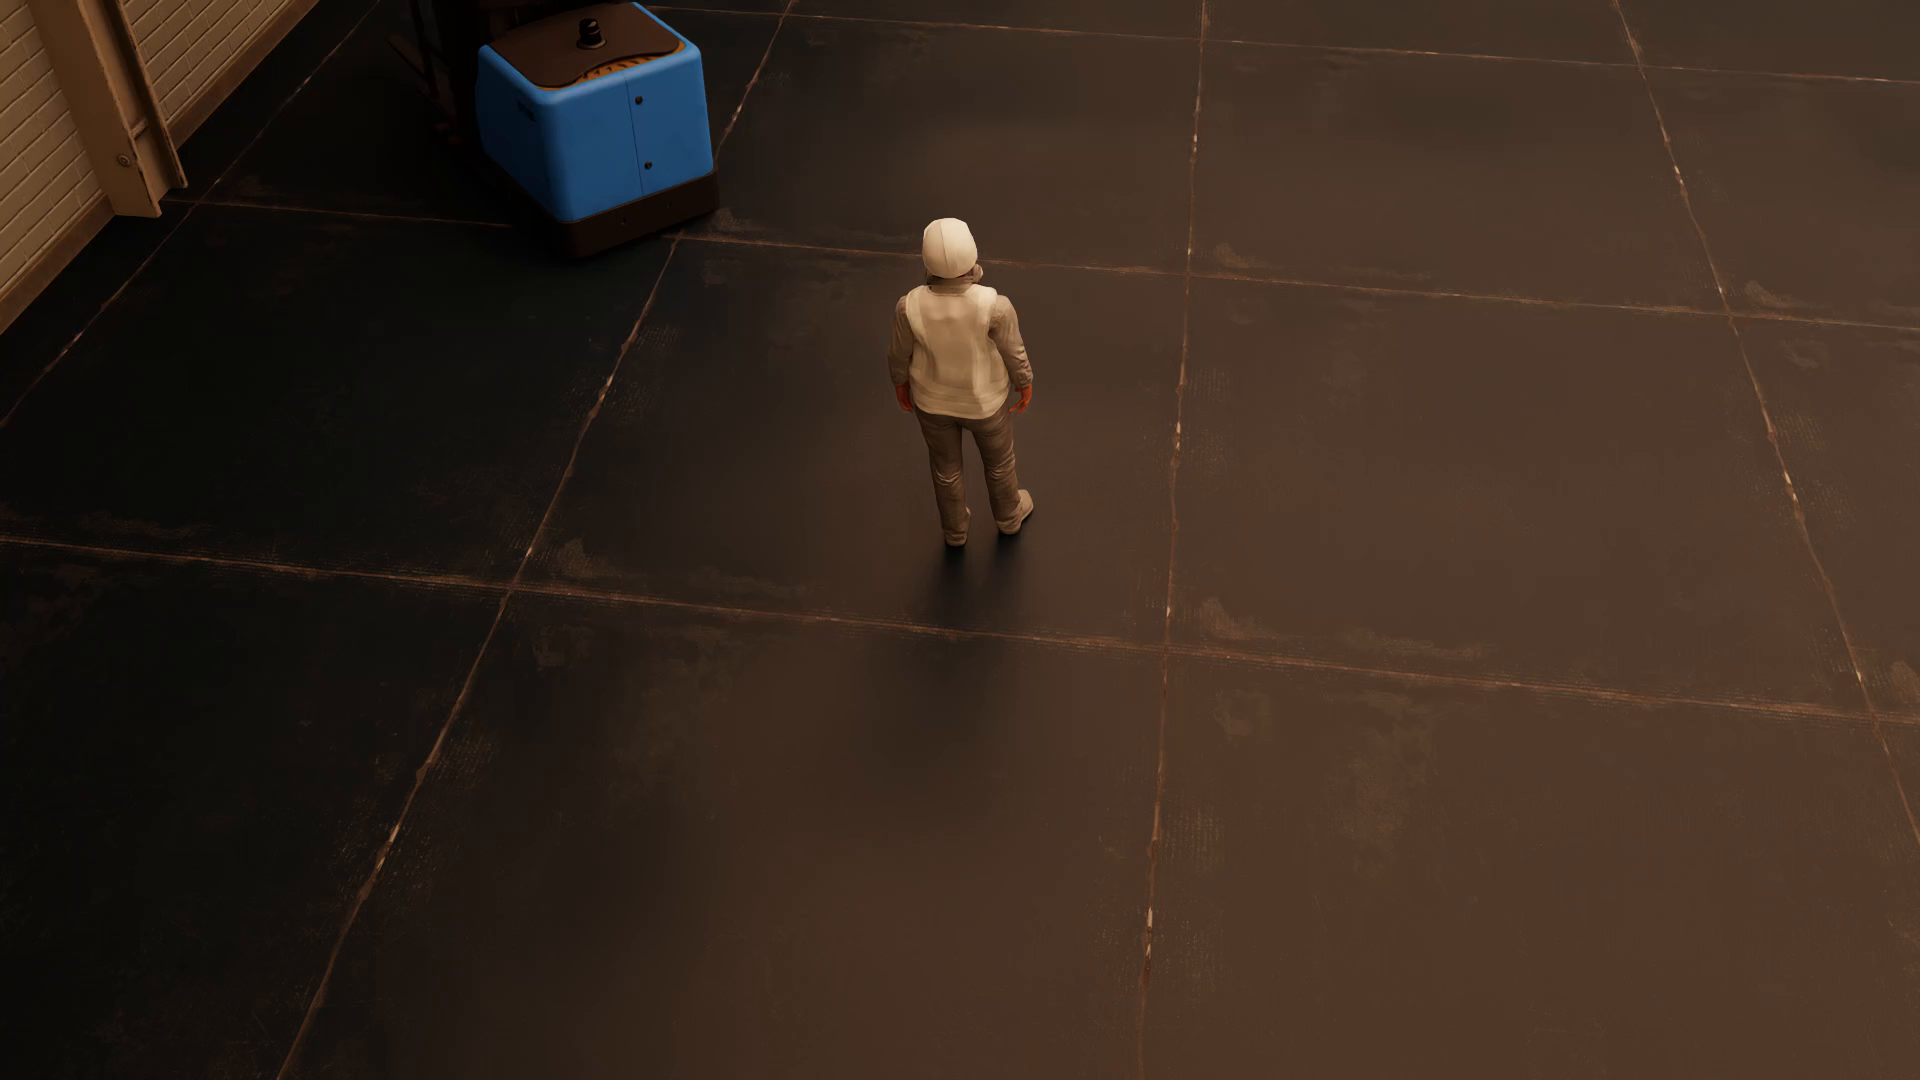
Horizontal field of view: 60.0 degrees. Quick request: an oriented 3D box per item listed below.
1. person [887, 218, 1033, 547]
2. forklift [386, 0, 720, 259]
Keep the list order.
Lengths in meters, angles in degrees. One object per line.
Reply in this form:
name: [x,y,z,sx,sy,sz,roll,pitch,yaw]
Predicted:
person: [0.016,-0.699,7.330,0.632,1.773,0.568,5,43,6]
forklift: [-2.721,-3.644,9.691,1.130,2.935,3.031,-27,49,-26]
